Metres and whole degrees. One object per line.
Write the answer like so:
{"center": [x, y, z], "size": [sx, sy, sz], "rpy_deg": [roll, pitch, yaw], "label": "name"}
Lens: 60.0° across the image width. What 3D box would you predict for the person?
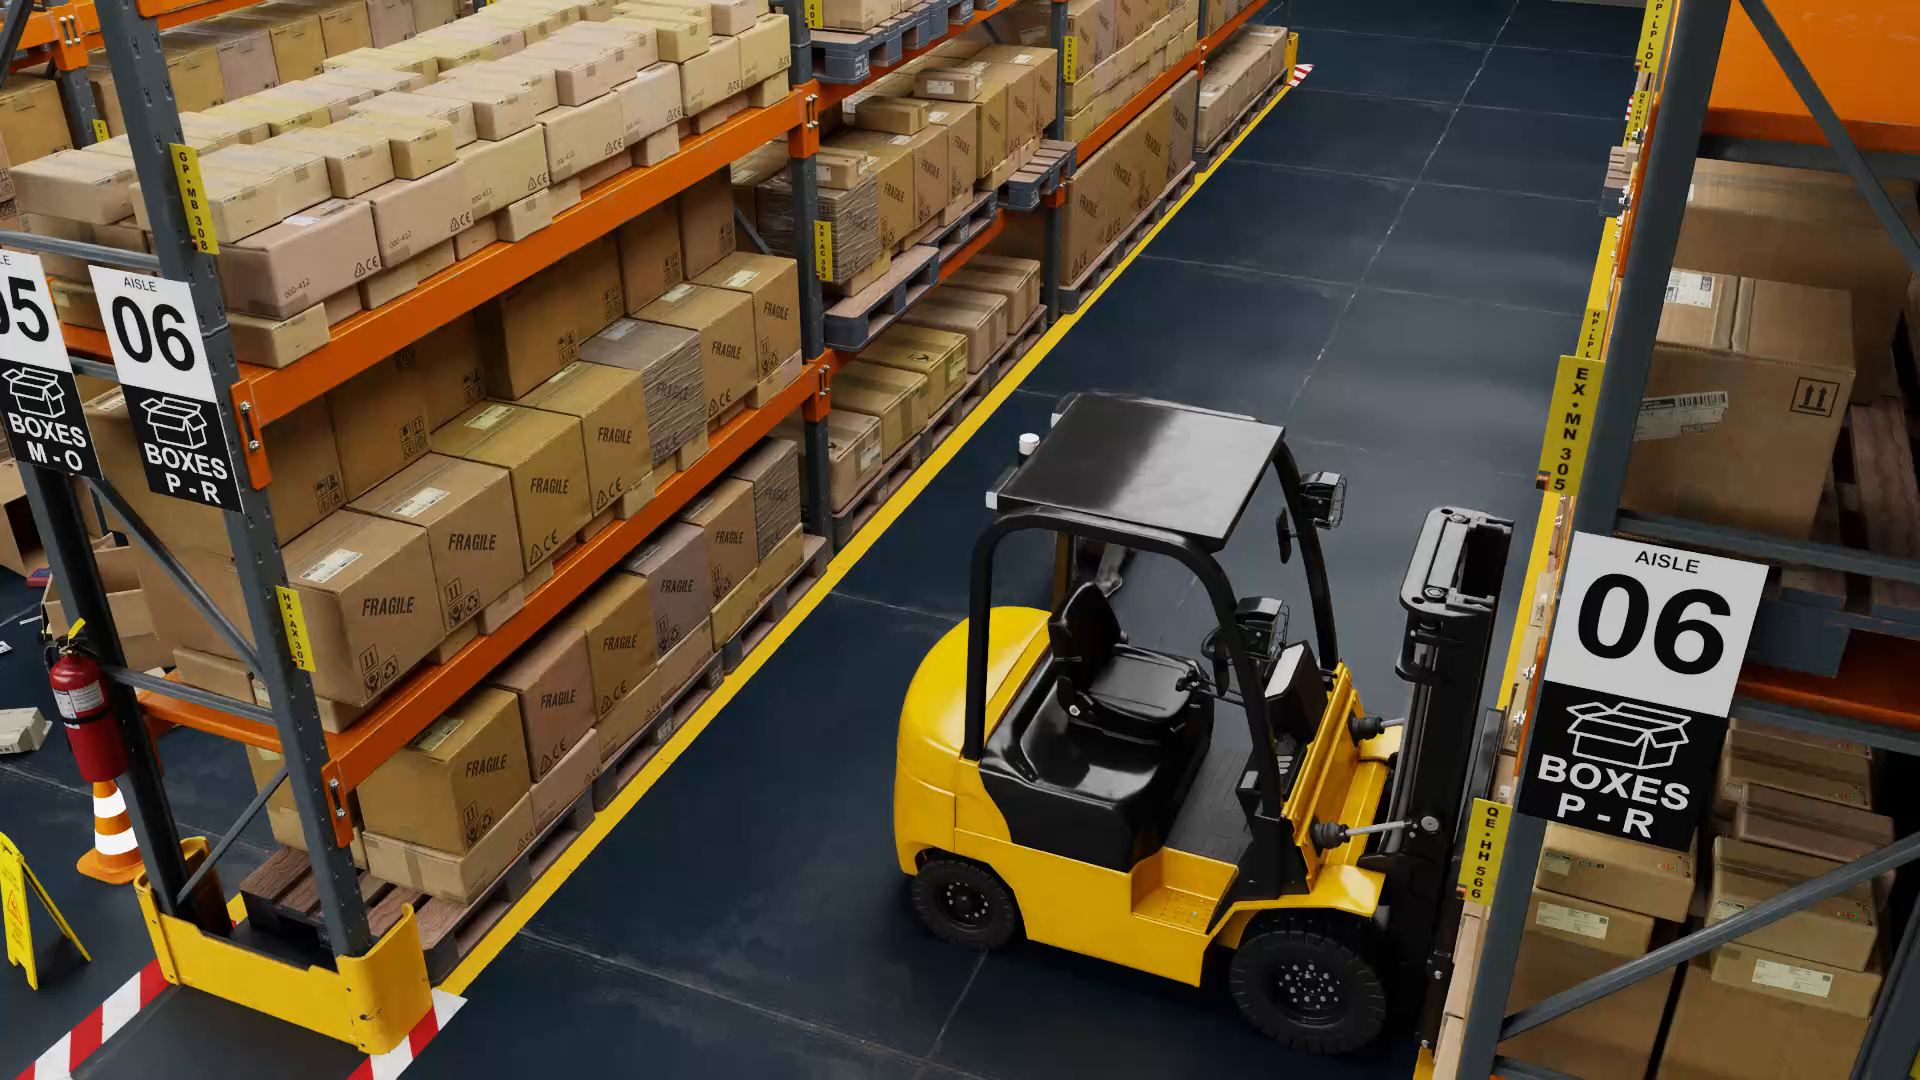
{"center": [0.712, -0.447, 9.161], "size": [0.509, 1.669, 0.359], "rpy_deg": [11, 31, 18], "label": "person"}
